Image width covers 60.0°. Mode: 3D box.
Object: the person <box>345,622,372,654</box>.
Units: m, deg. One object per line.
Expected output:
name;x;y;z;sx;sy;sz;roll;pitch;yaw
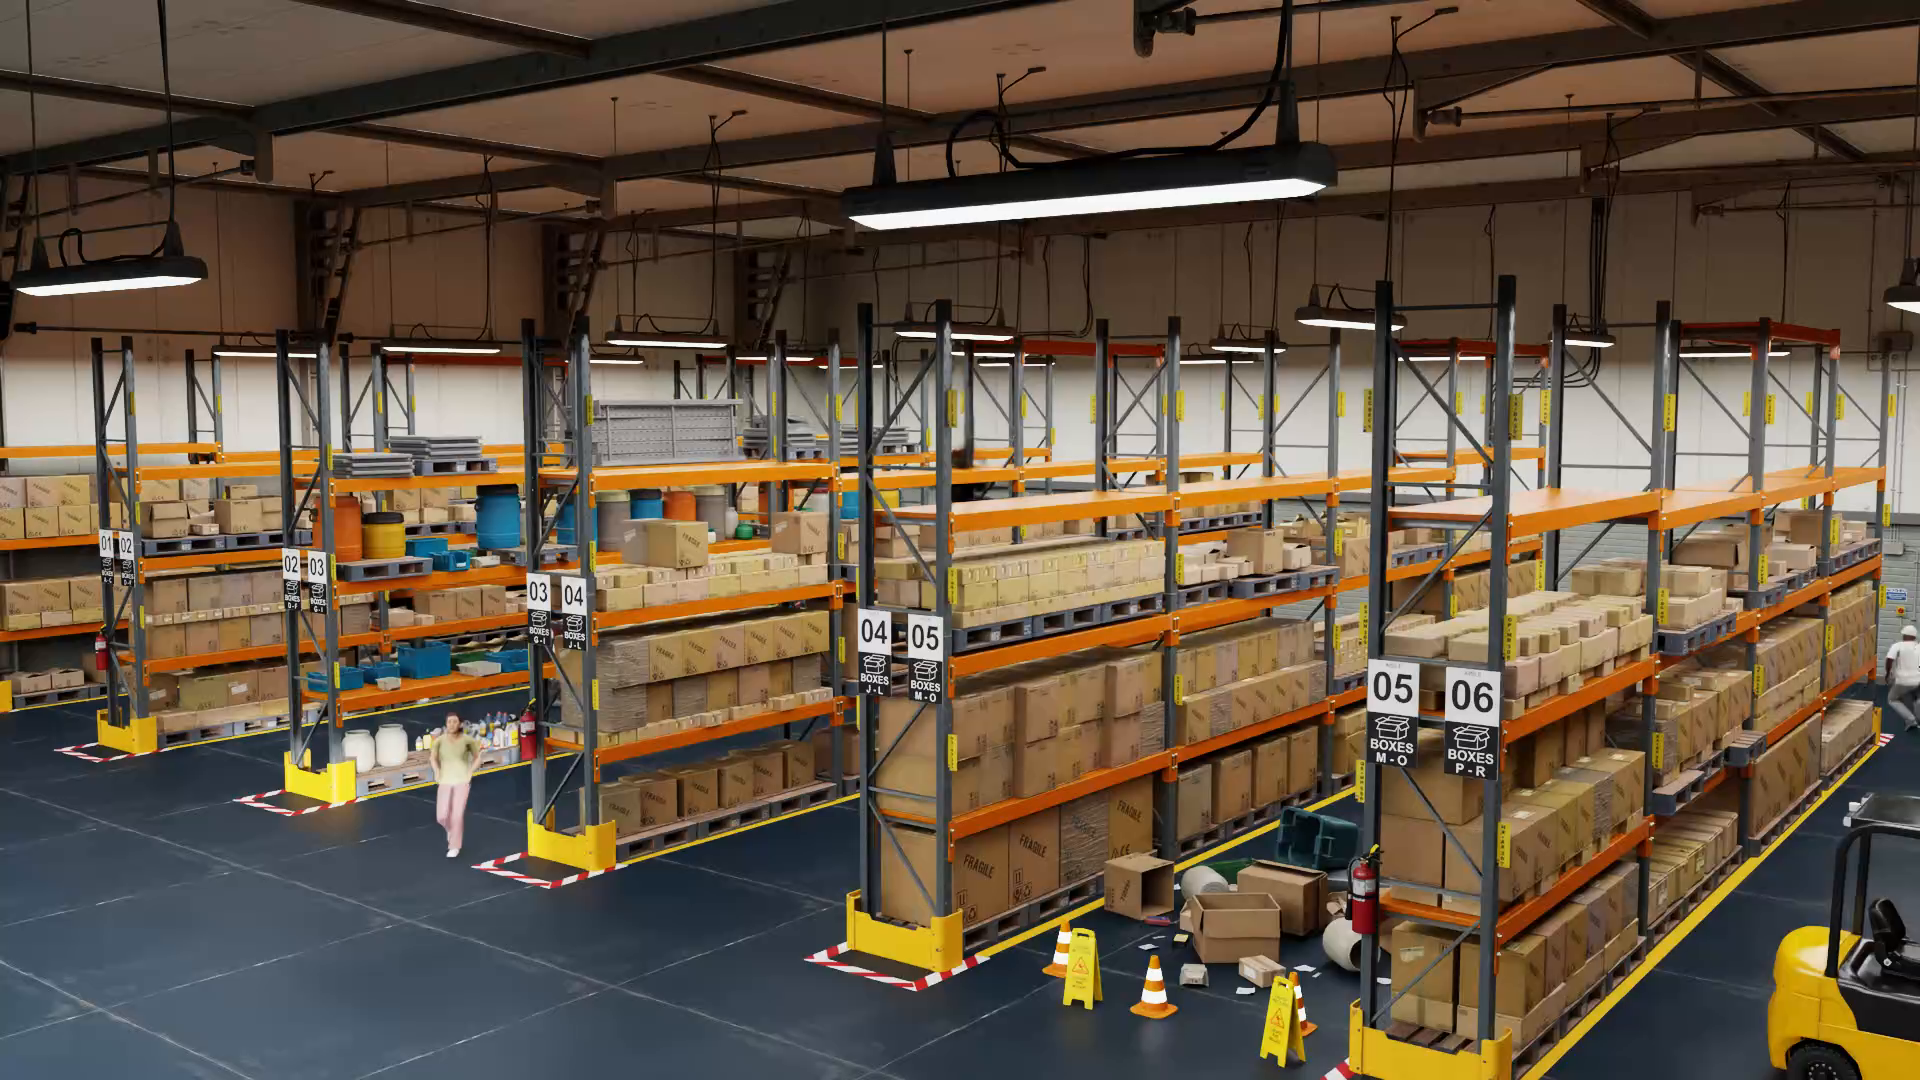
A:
person;-10.536;1.825;28.819;0.595;1.654;0.584;4;6;37

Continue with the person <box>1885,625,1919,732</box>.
person;14.607;2.133;25.513;0.941;1.647;0.496;0;5;-6

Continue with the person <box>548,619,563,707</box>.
person;-6.769;1.901;27.432;0.681;1.739;0.622;3;6;32

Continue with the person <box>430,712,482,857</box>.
person;-5.674;2.726;18.708;0.565;1.622;0.544;-1;5;-8
